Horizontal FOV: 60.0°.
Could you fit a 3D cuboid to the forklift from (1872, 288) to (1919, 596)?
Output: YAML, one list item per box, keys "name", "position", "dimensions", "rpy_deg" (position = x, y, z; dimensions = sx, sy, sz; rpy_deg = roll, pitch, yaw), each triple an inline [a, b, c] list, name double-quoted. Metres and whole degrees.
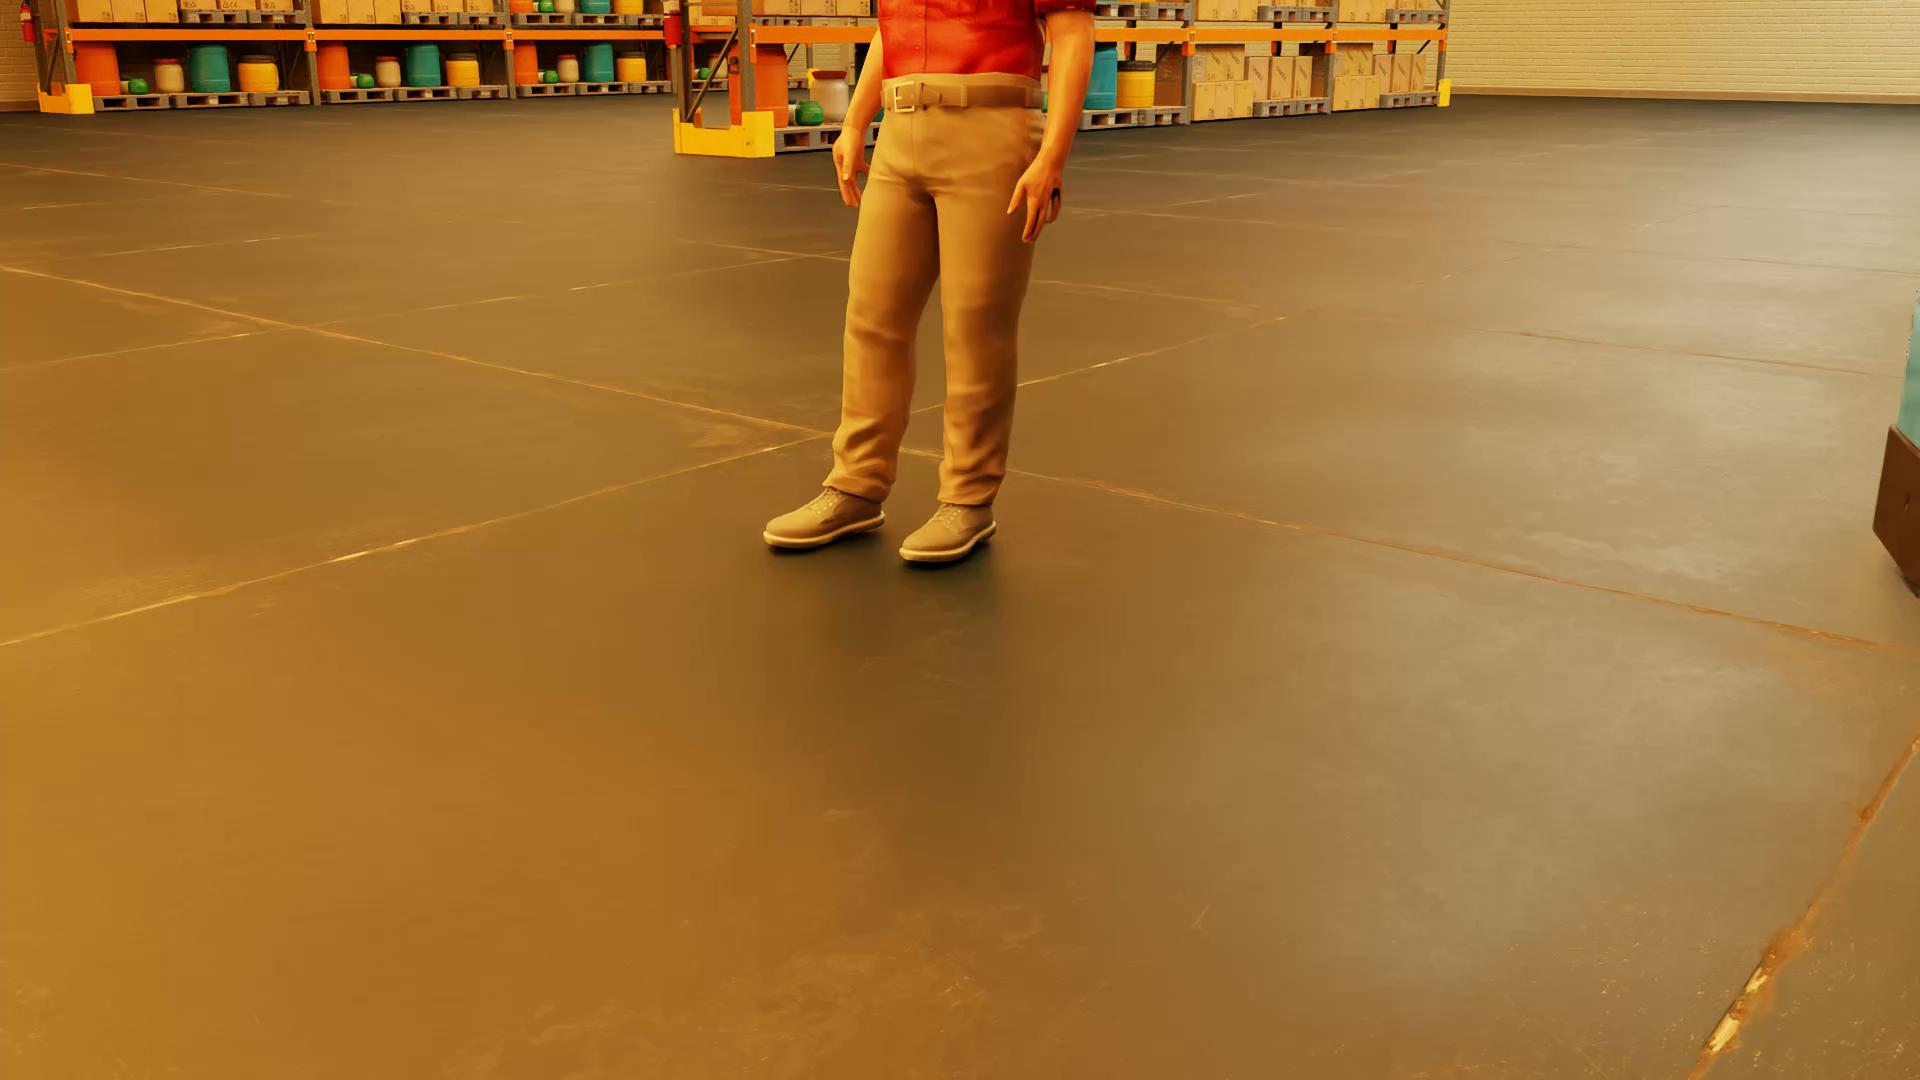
- name: "forklift"
  position: [3.379, -1.103, 2.529]
  dimensions: [3.031, 2.935, 1.130]
  rpy_deg: [5, 18, 17]

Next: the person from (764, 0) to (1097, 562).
- name: "person"
  position: [-0.066, -0.817, 3.629]
  dimensions: [0.641, 1.728, 0.550]
  rpy_deg: [13, 21, 37]
